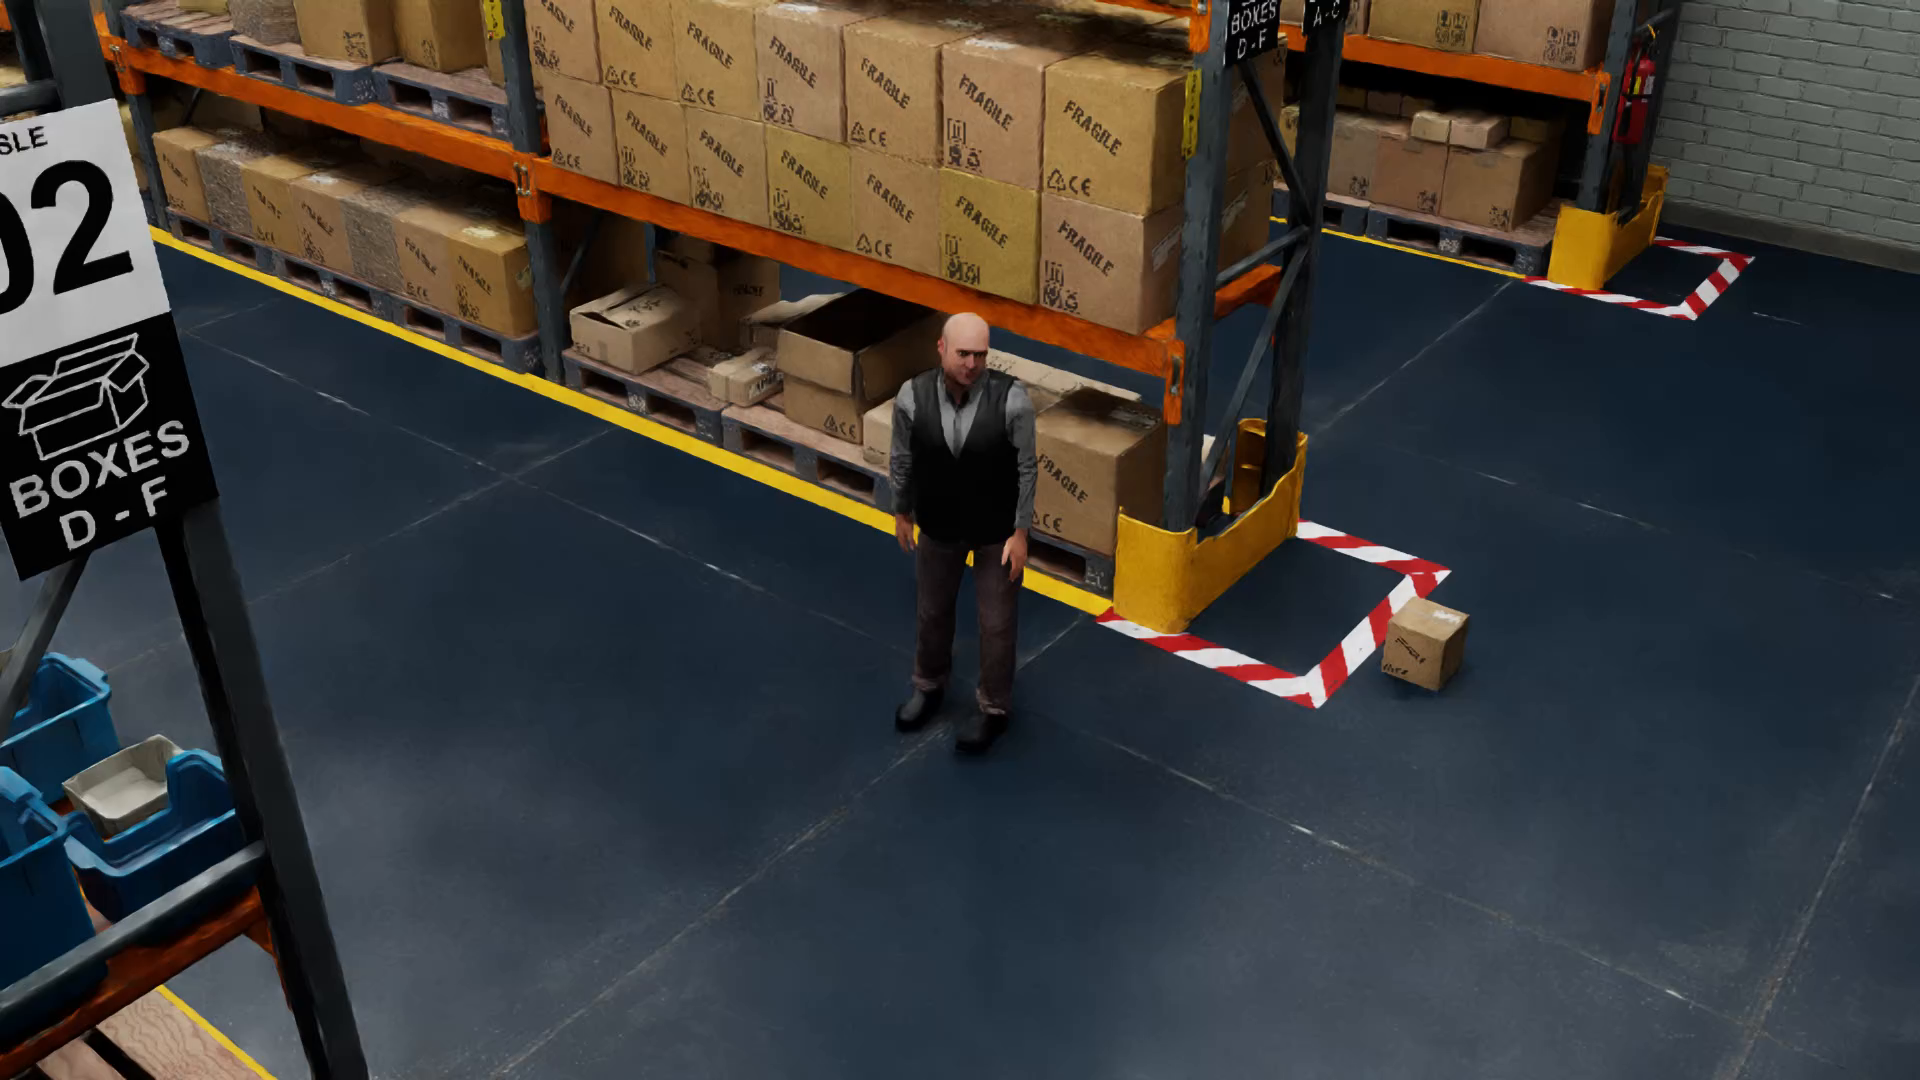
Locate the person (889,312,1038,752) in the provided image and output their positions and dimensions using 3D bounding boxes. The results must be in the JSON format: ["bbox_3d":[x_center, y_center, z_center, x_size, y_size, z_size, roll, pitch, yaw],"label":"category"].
[{"bbox_3d":[-0.005,-0.016,6.137,0.559,1.728,0.475,7,31,11],"label":"person"}]
